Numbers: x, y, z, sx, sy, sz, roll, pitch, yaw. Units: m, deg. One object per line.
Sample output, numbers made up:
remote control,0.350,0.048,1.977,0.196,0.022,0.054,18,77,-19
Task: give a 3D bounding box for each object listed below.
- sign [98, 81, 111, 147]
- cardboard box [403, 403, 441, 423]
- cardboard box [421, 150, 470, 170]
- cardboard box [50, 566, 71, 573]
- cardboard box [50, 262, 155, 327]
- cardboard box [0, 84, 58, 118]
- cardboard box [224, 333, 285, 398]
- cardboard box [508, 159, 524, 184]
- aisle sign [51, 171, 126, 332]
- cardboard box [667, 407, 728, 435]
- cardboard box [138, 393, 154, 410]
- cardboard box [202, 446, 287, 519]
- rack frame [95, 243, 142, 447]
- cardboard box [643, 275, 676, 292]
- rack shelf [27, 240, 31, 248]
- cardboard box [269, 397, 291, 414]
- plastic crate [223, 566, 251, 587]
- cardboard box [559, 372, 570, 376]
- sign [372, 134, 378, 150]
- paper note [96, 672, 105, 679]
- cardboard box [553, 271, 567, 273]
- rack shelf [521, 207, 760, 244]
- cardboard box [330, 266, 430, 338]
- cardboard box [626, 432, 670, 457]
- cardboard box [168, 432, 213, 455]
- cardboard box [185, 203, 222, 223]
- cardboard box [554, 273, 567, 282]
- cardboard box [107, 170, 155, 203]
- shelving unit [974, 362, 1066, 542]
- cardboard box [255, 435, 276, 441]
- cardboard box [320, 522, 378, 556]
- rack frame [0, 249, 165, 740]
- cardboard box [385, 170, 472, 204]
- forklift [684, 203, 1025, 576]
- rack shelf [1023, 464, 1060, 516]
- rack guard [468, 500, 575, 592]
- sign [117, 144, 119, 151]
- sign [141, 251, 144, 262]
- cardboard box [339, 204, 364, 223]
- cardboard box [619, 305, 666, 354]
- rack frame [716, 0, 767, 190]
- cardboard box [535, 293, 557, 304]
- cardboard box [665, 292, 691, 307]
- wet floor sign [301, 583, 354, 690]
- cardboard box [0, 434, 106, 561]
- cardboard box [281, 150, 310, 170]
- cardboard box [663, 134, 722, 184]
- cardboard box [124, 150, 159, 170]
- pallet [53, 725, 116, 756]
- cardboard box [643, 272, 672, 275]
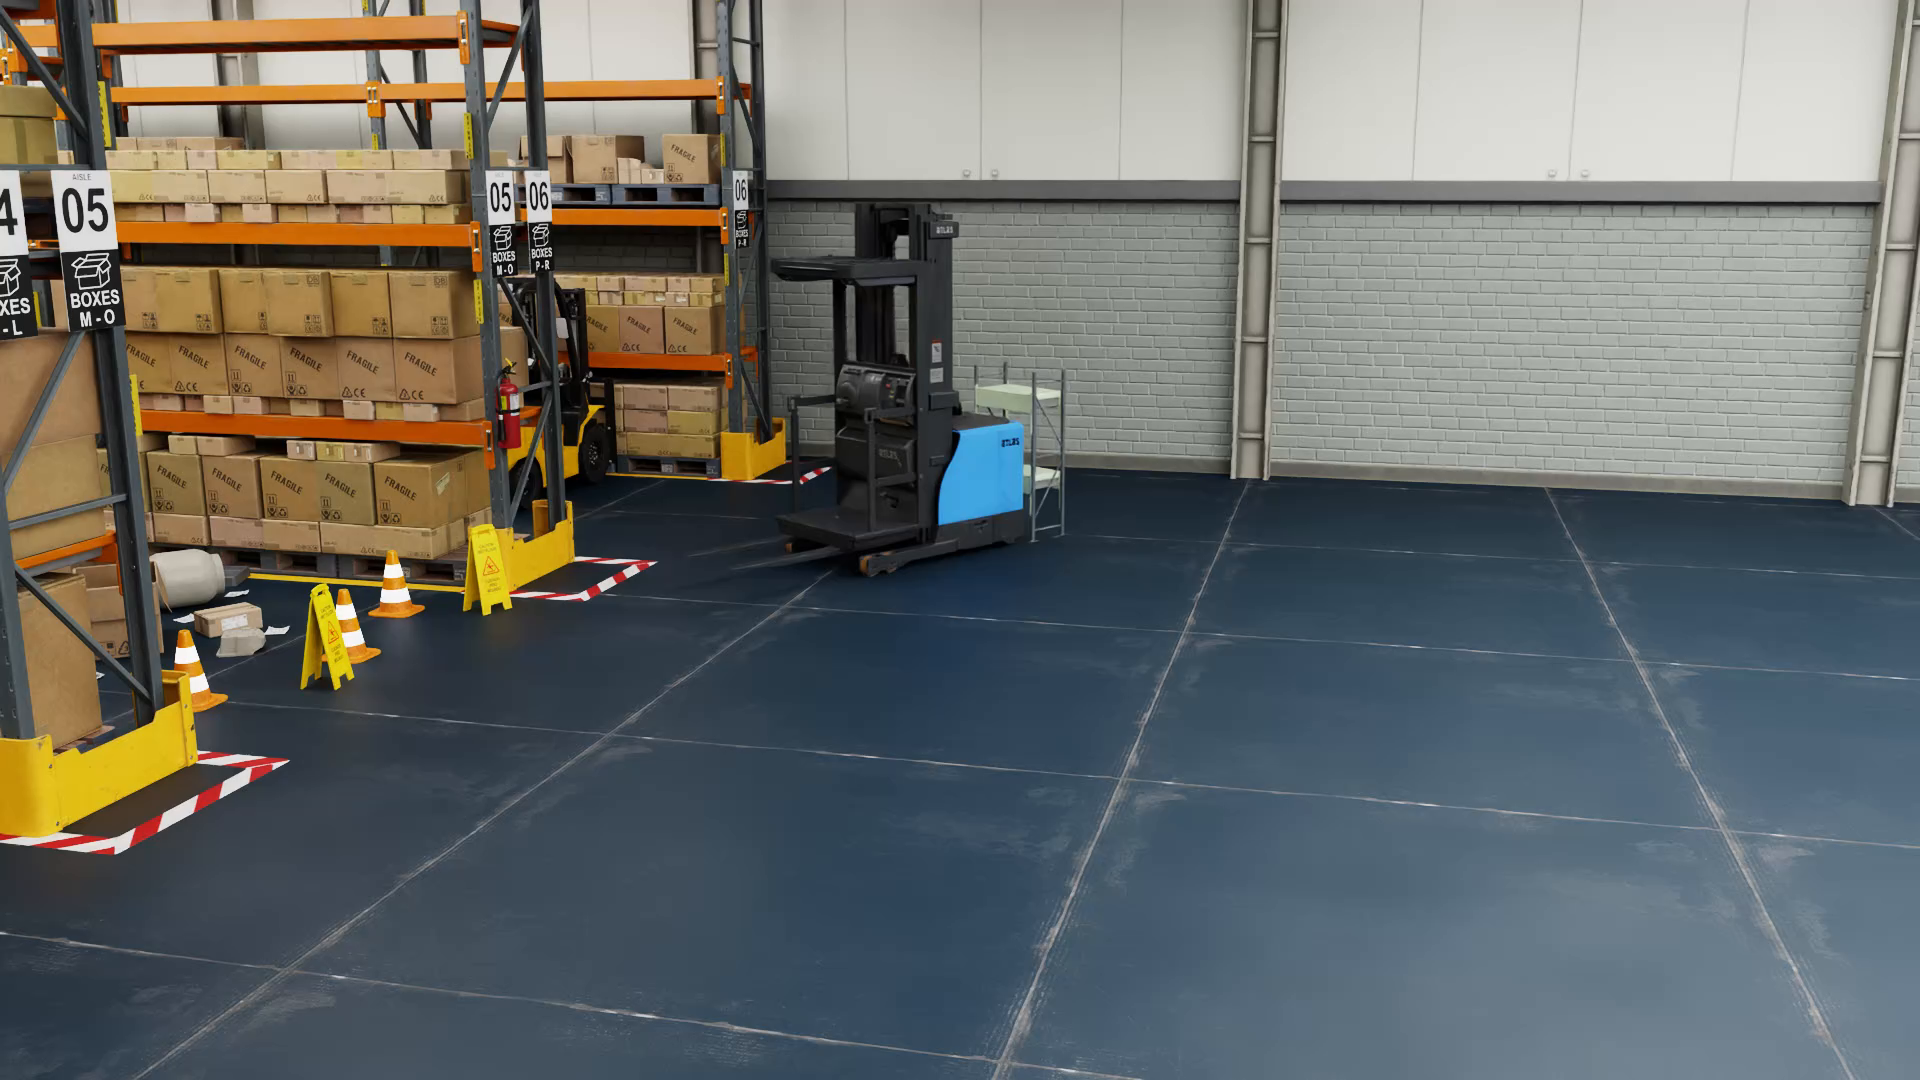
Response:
sign,-4.399,-2.181,8.511,0.005,0.325,0.100,3,13,14
cardboard box,-4.137,-1.022,12.996,0.250,0.149,0.380,3,13,13
cardboard box,-3.849,-2.867,12.545,0.250,0.149,0.380,3,13,14
cardboard box,-6.672,0.366,11.608,0.503,0.637,0.797,3,13,14
cardboard box,-6.958,-2.002,13.606,0.500,0.500,0.700,3,13,13
cardboard box,-4.786,-2.204,8.354,0.250,0.149,0.380,3,13,14
cardboard box,-5.500,-1.429,13.331,0.500,0.500,0.500,3,13,14
cardboard box,-4.780,-3.944,17.770,0.258,0.266,0.396,3,13,12
aisle sign,-4.397,-1.463,8.401,0.004,0.787,0.394,3,13,14
cardboard box,-2.812,-1.291,17.851,0.500,0.250,0.500,3,13,13
cardboard box,-6.582,-1.172,13.672,0.250,0.149,0.380,3,13,13
cardboard box,-5.800,-0.477,13.606,0.500,0.500,0.500,4,13,16
rack frame,-10.031,-2.640,19.707,0.127,3.000,1.000,3,13,14
cardboard box,-3.170,-2.724,17.670,0.250,0.149,0.380,3,13,15
rack shelf,-9.275,-2.605,14.286,4.000,0.370,1.077,3,13,14
cardboard box,-5.344,-1.116,13.418,0.250,0.149,0.380,3,13,14
plastic crate,-6.006,0.291,13.237,0.583,0.080,0.402,-1,13,-6
cardboard box,-4.640,-1.746,18.748,0.500,0.250,0.500,3,13,14
sign,-6.268,-4.188,17.840,0.005,0.325,0.100,3,13,14
paper note,-5.613,0.880,10.703,0.142,0.017,0.144,8,15,33
cardboard box,-4.530,-2.917,18.539,0.250,0.149,0.380,3,13,13
rack shelf,-4.206,-3.442,18.056,4.000,0.370,1.077,3,13,14
cardboard box,-4.488,-1.871,13.017,0.500,0.500,0.700,3,13,14
cardboard box,-3.277,-1.073,18.024,0.500,0.250,0.500,3,13,14
cardboard box,-6.219,-0.801,13.568,0.250,0.149,0.380,4,13,16
cardboard box,-5.859,-2.577,13.078,0.250,0.149,0.380,3,13,12
cardboard box,-4.394,-2.805,18.034,0.250,0.149,0.380,3,13,14
cardboard box,-6.469,-2.819,13.250,0.500,0.250,0.500,3,13,13
shelving unit,0.528,-0.800,14.879,0.431,1.500,0.755,-11,17,-41
cardboard box,-6.201,-0.617,14.235,0.500,0.500,0.500,3,13,15
cardboard box,-4.800,-0.057,13.445,0.500,0.250,0.500,3,13,14
rack frame,-4.538,-0.134,8.415,0.127,3.000,1.000,3,13,14
cardboard box,-4.011,-2.687,12.653,0.500,0.250,0.500,3,13,13
forklift,-0.855,-1.265,13.670,3.031,2.935,1.130,-11,17,-42
rack shelf,0.528,-0.482,14.949,0.431,0.370,0.720,-11,17,-41
rack guard,-3.524,0.036,13.418,0.348,0.500,1.175,3,13,14
sign,-7.211,-3.220,14.201,0.005,0.325,0.100,3,13,14
sign,-9.902,-3.322,20.108,0.005,0.325,0.100,3,13,14
cardboard box,-4.593,-2.536,12.895,0.250,0.149,0.380,3,13,14
cardboard box,-3.307,-2.273,17.821,0.500,0.500,0.500,3,13,15
rack frame,-2.264,-5.153,17.186,0.127,3.000,1.000,3,13,14
cardboard box,-4.405,-2.641,17.986,0.250,0.149,0.380,3,13,12
cardboard box,-2.923,-2.556,17.602,0.250,0.149,0.380,3,13,14
wet floor sign,-4.035,0.600,10.540,0.232,0.644,0.267,1,13,4
cardboard box,-4.909,-0.217,8.442,0.550,0.550,0.875,3,13,14
cardboard box,-5.060,-2.955,12.942,0.250,0.149,0.380,3,13,12
cardboard box,-2.753,-3.963,17.316,0.500,0.500,0.500,3,13,15
cardboard box,-6.344,-2.992,13.108,0.250,0.149,0.380,3,13,13
pallet,-5.333,1.202,8.830,1.213,0.211,1.003,3,13,14
cardboard box,-3.282,-2.845,18.217,0.250,0.149,0.380,3,13,14
